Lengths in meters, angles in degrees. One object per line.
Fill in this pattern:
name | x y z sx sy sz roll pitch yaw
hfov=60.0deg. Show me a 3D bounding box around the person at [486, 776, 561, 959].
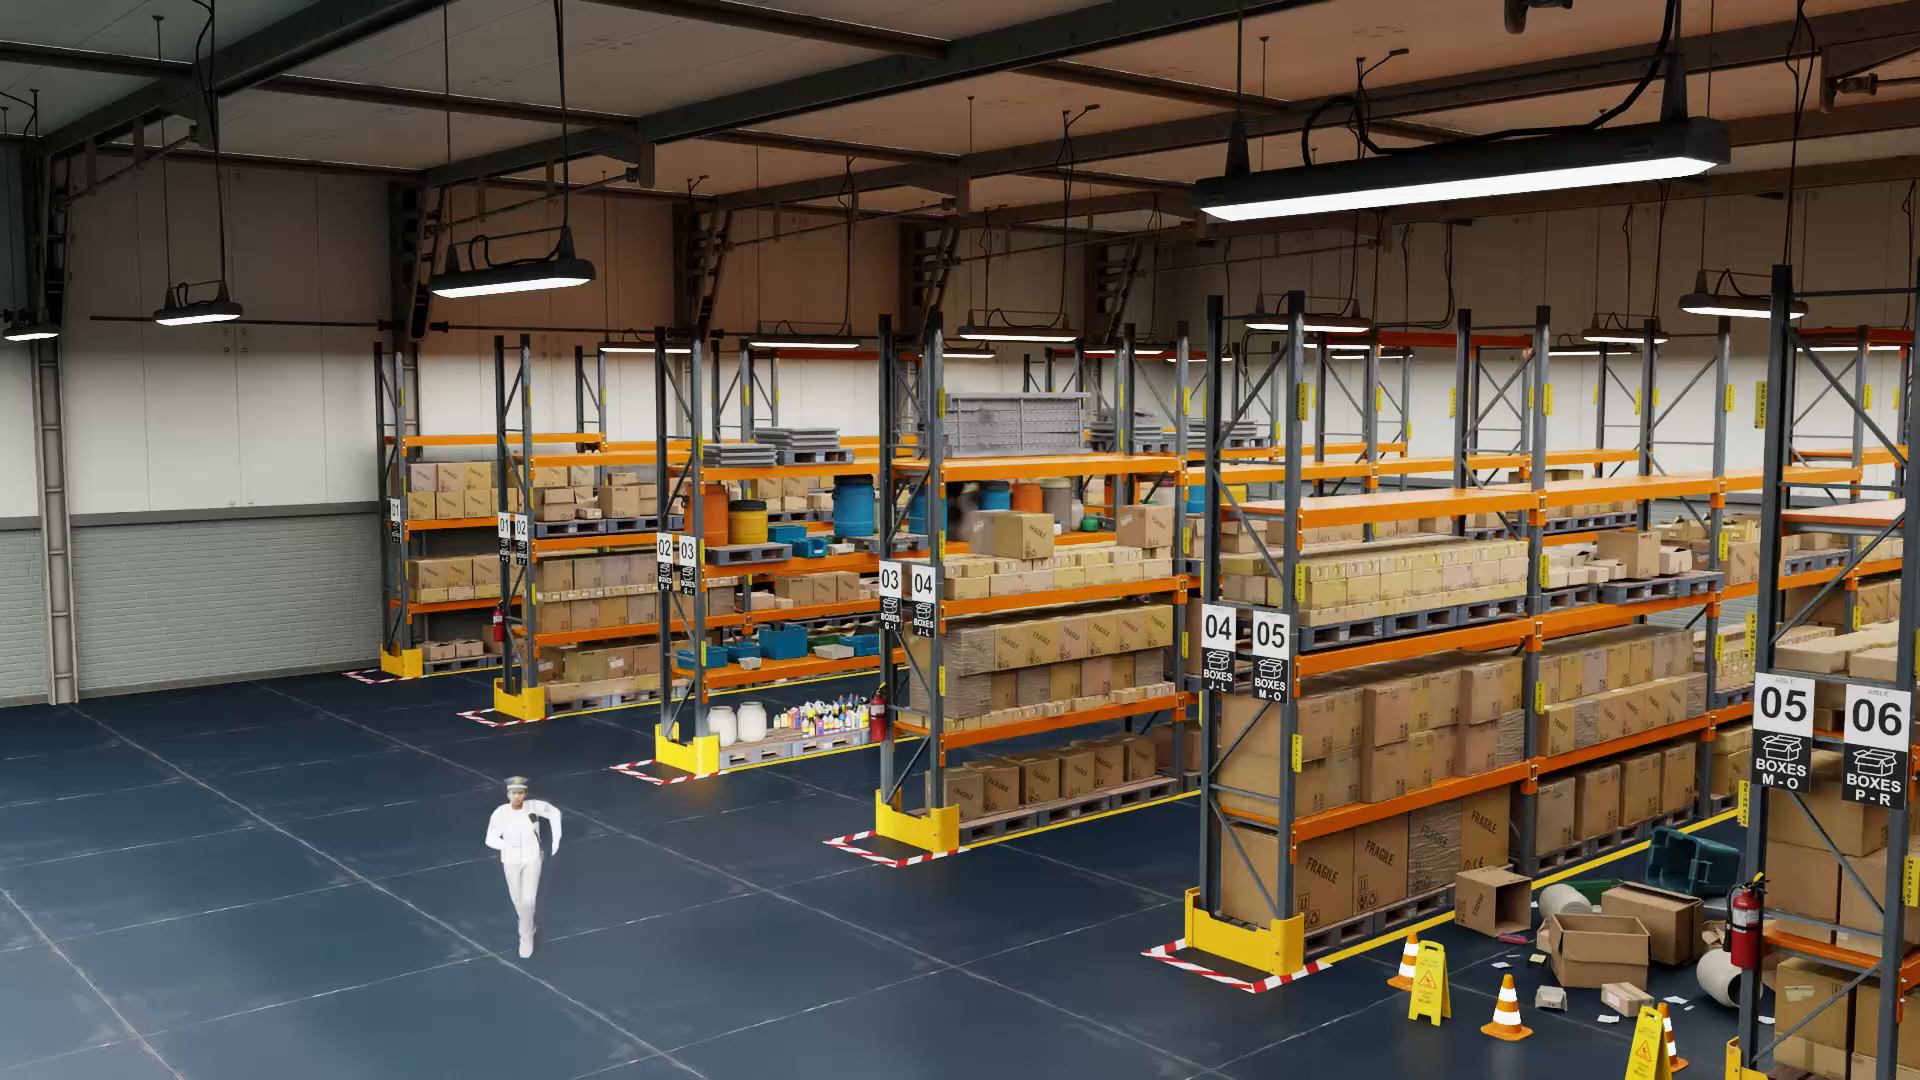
person | -3.973 2.949 15.160 0.641 1.673 0.789 -1 5 -9
